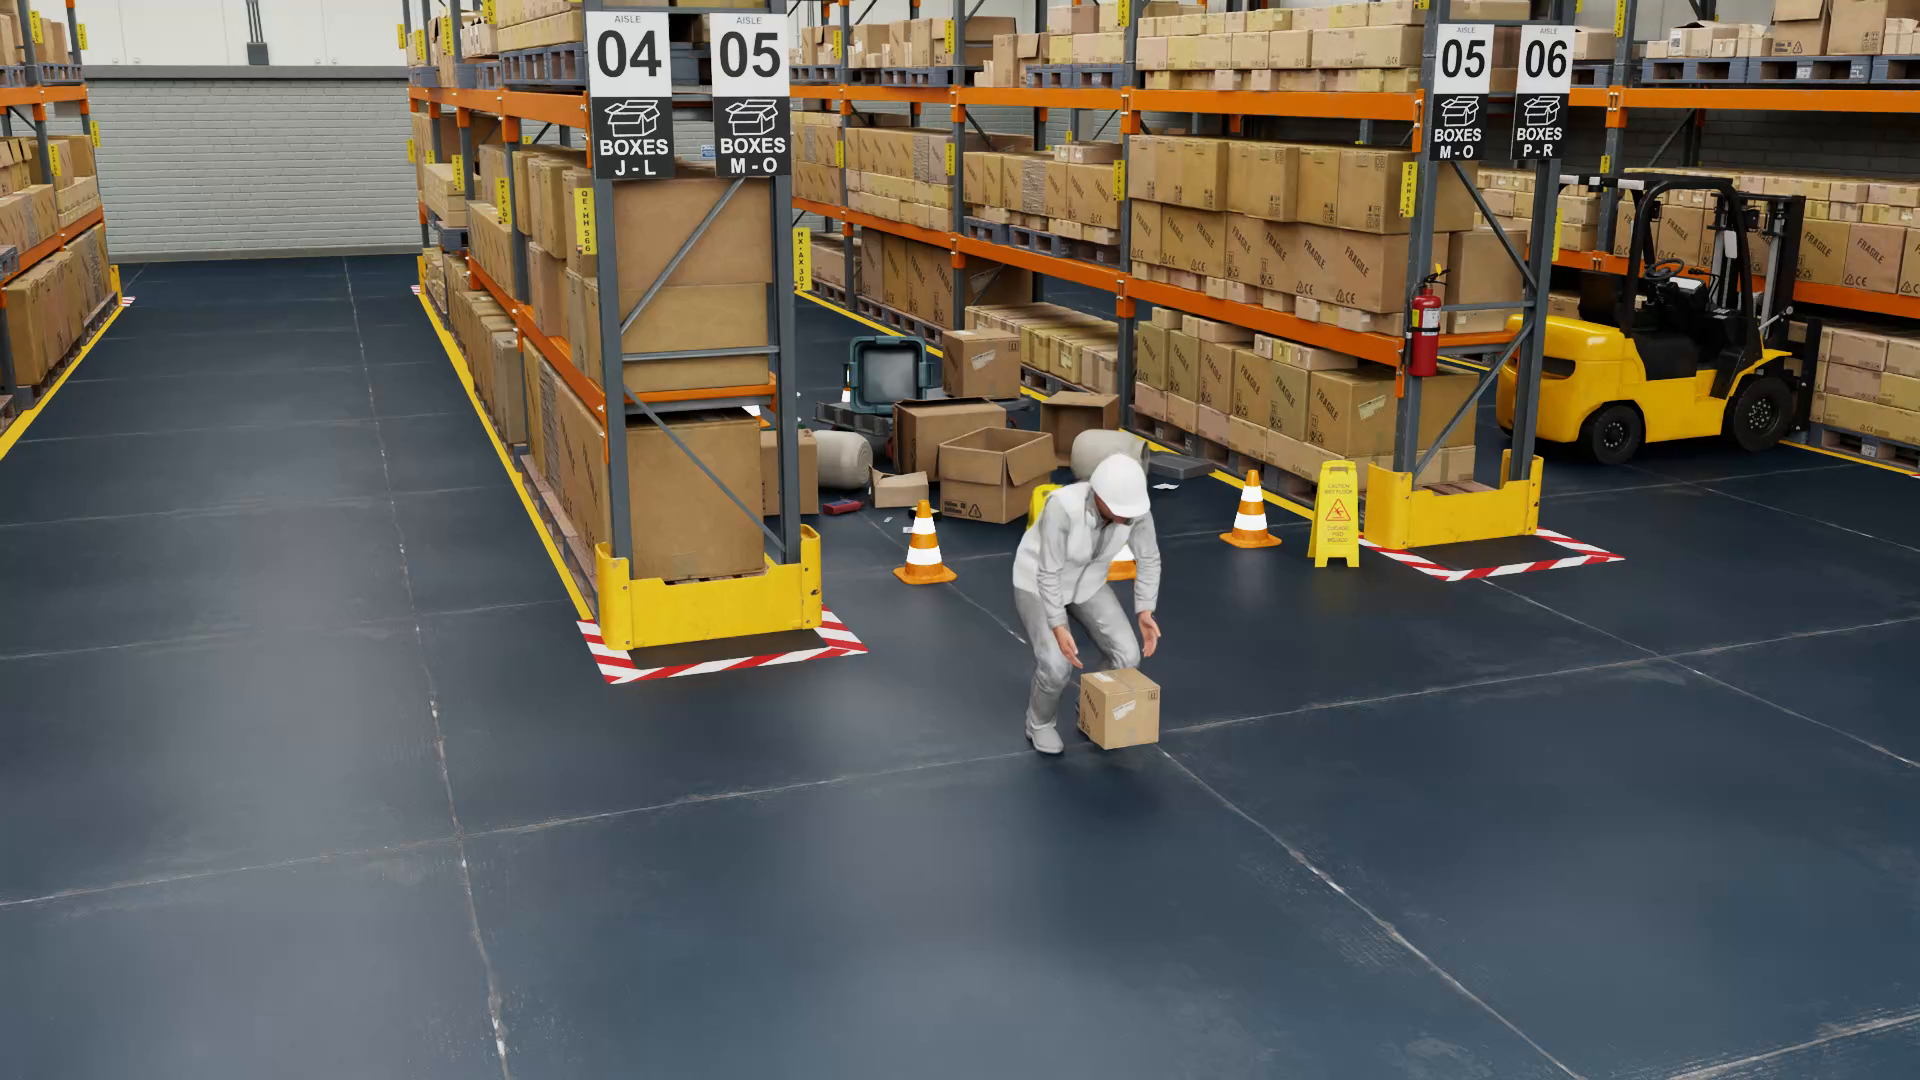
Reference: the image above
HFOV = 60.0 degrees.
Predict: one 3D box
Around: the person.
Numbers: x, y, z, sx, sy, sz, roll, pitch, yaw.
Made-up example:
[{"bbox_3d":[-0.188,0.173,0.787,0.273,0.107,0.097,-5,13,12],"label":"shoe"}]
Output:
[{"bbox_3d":[0.566,0.250,7.295,0.591,1.392,0.784,-6,17,-20],"label":"person"}]
